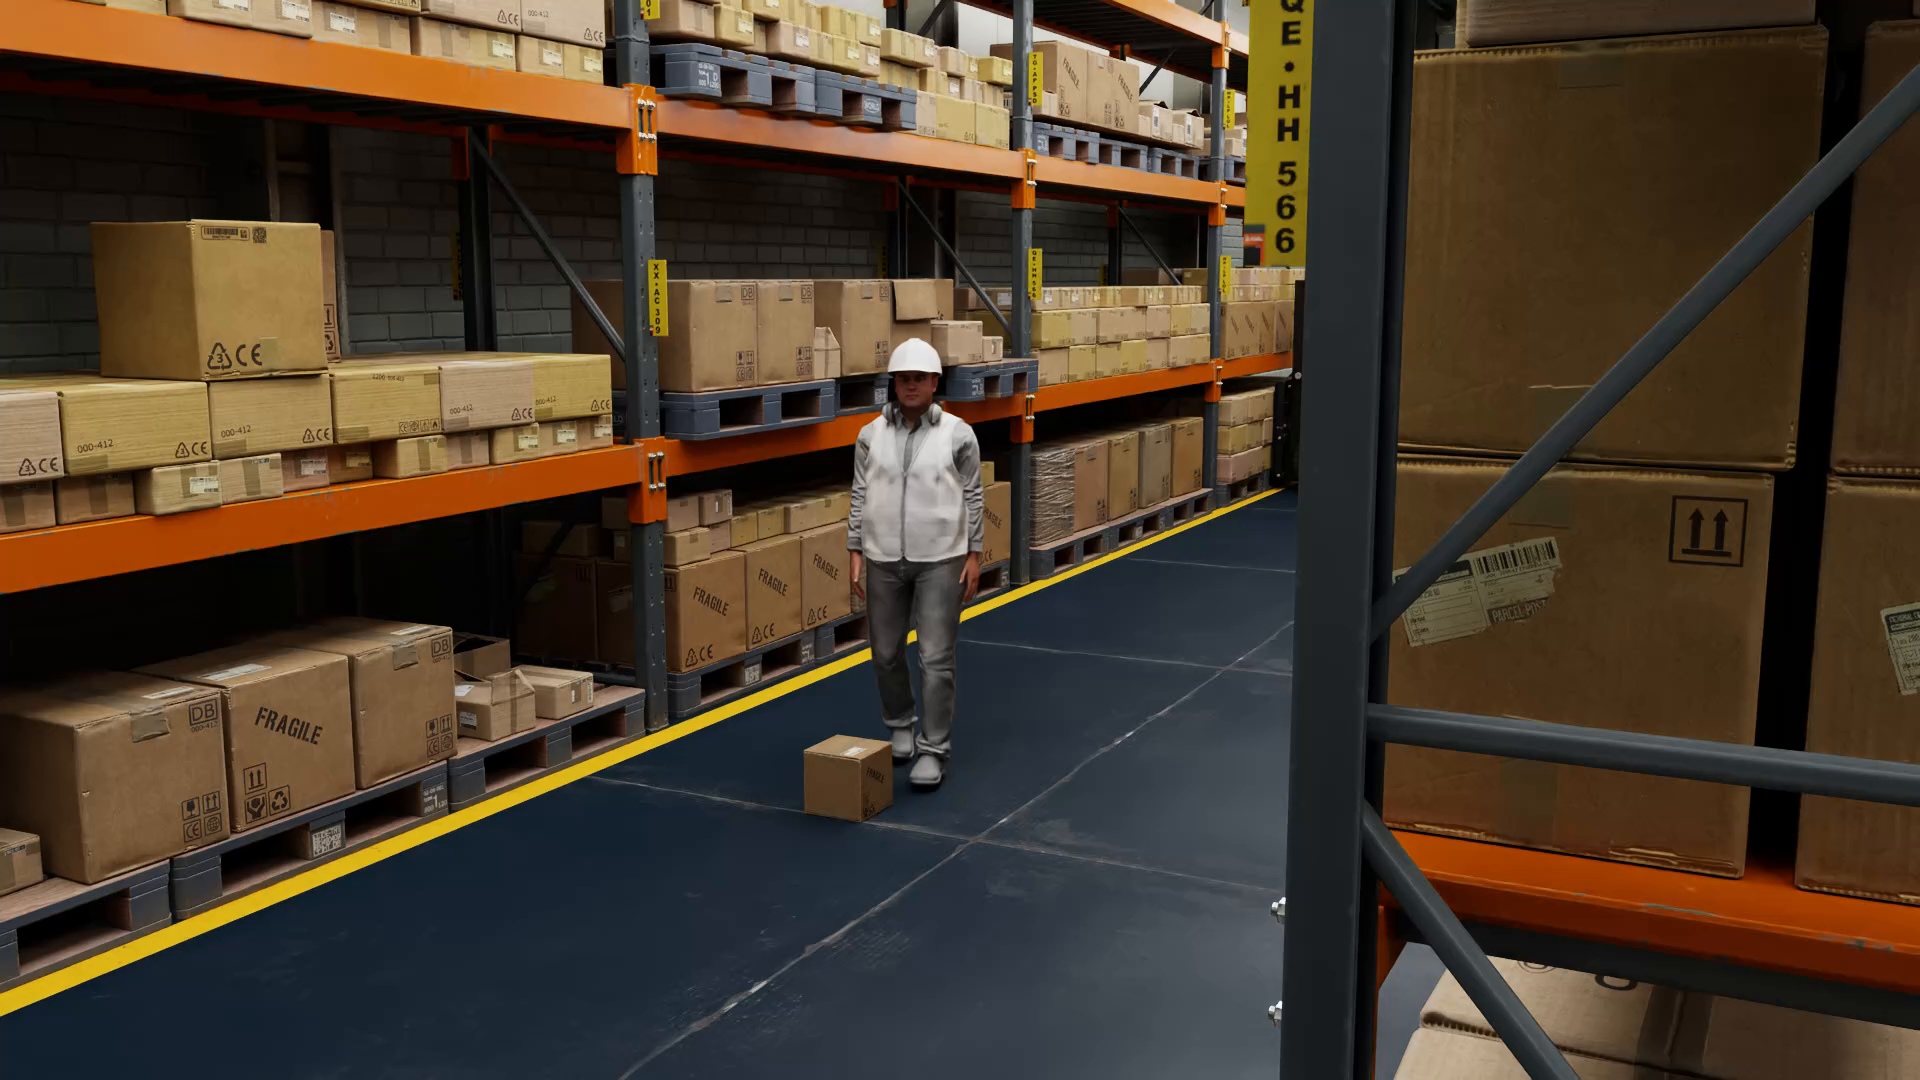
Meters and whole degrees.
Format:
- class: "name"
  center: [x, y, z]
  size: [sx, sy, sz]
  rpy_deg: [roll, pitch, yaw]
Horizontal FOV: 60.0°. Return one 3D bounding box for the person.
- class: "person"
  center: [-0.186, 0.074, 6.765]
  size: [0.550, 1.775, 0.652]
  rpy_deg: [2, 9, 14]
